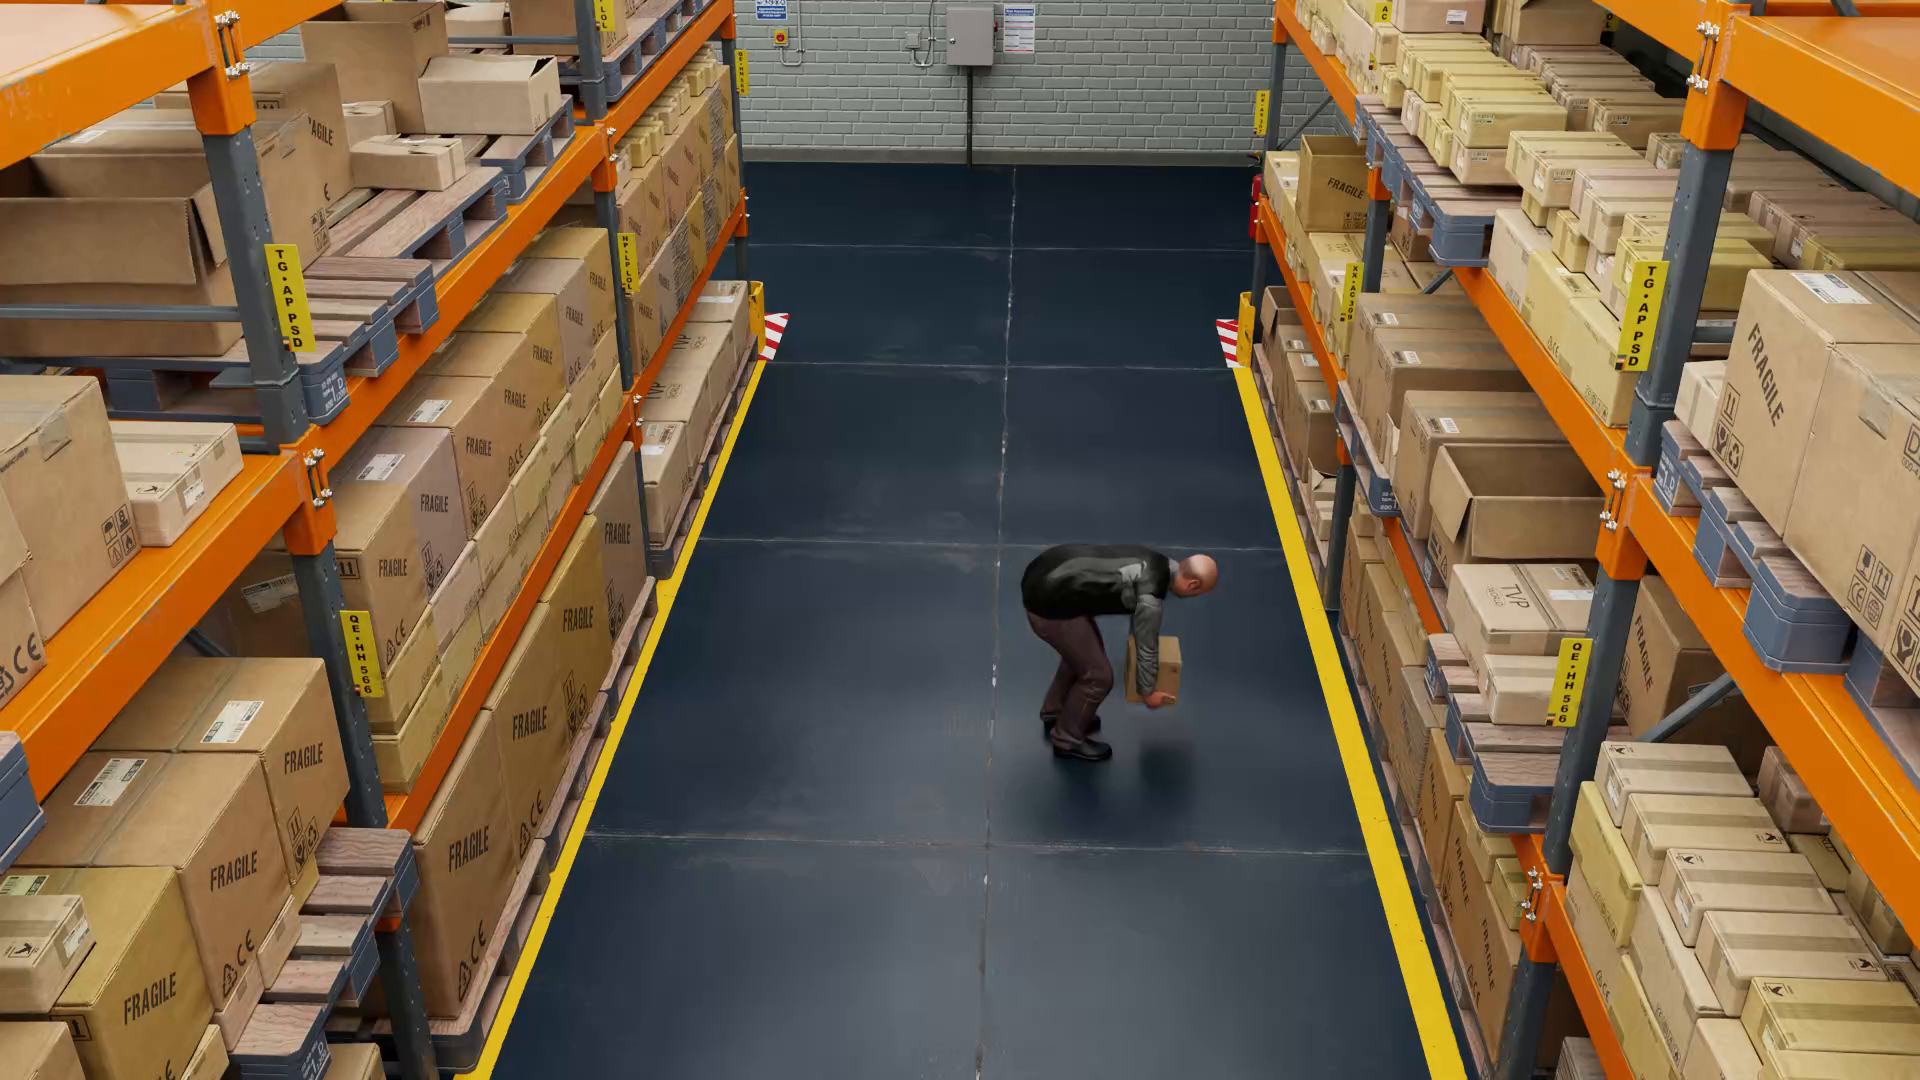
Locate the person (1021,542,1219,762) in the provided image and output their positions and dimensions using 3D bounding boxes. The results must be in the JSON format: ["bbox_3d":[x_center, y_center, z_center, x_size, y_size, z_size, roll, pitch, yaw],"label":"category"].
[{"bbox_3d":[0.779,0.533,8.280,0.959,1.123,0.460,0,28,0],"label":"person"}]
